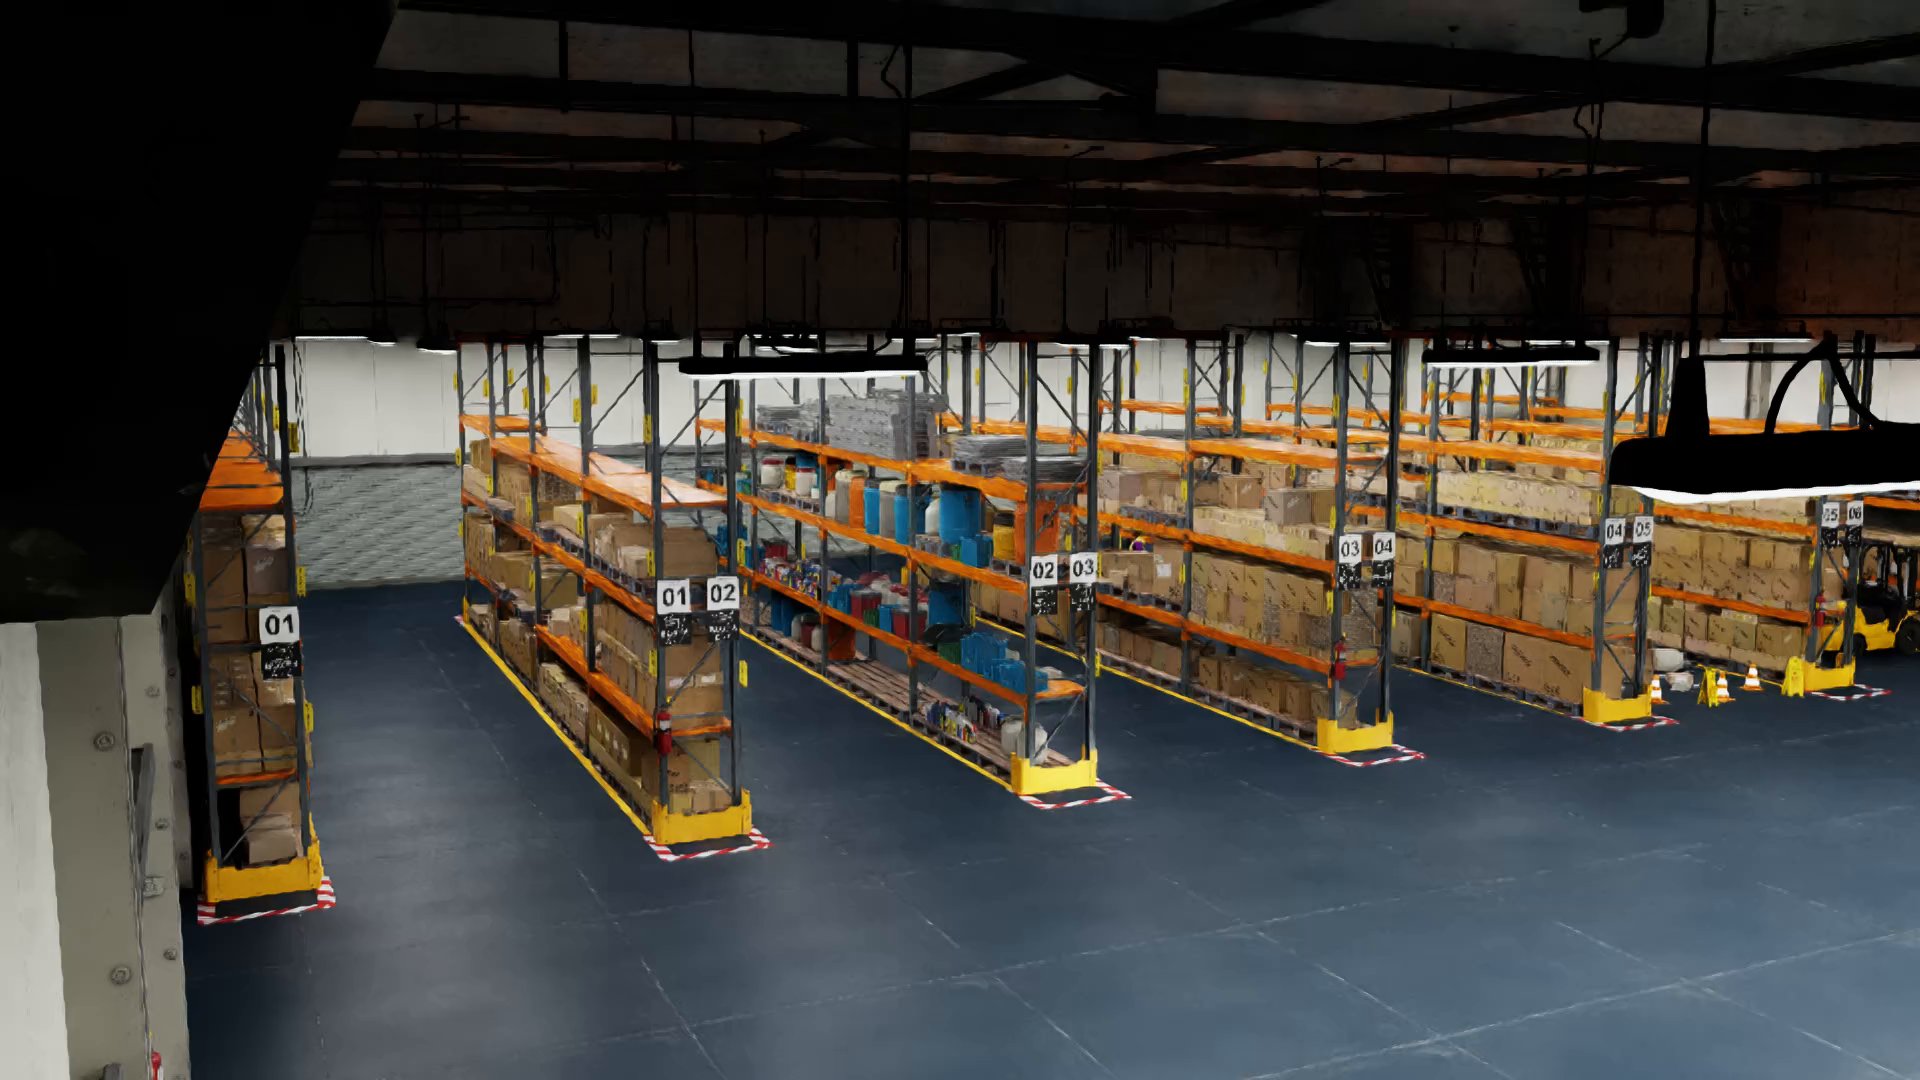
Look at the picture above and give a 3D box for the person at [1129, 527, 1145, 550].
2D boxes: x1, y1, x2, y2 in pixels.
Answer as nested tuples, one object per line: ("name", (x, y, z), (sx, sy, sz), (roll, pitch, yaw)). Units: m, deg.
("person", (3.831, 0.530, 36.469), (0.497, 1.765, 0.625), (1, 8, 6))
